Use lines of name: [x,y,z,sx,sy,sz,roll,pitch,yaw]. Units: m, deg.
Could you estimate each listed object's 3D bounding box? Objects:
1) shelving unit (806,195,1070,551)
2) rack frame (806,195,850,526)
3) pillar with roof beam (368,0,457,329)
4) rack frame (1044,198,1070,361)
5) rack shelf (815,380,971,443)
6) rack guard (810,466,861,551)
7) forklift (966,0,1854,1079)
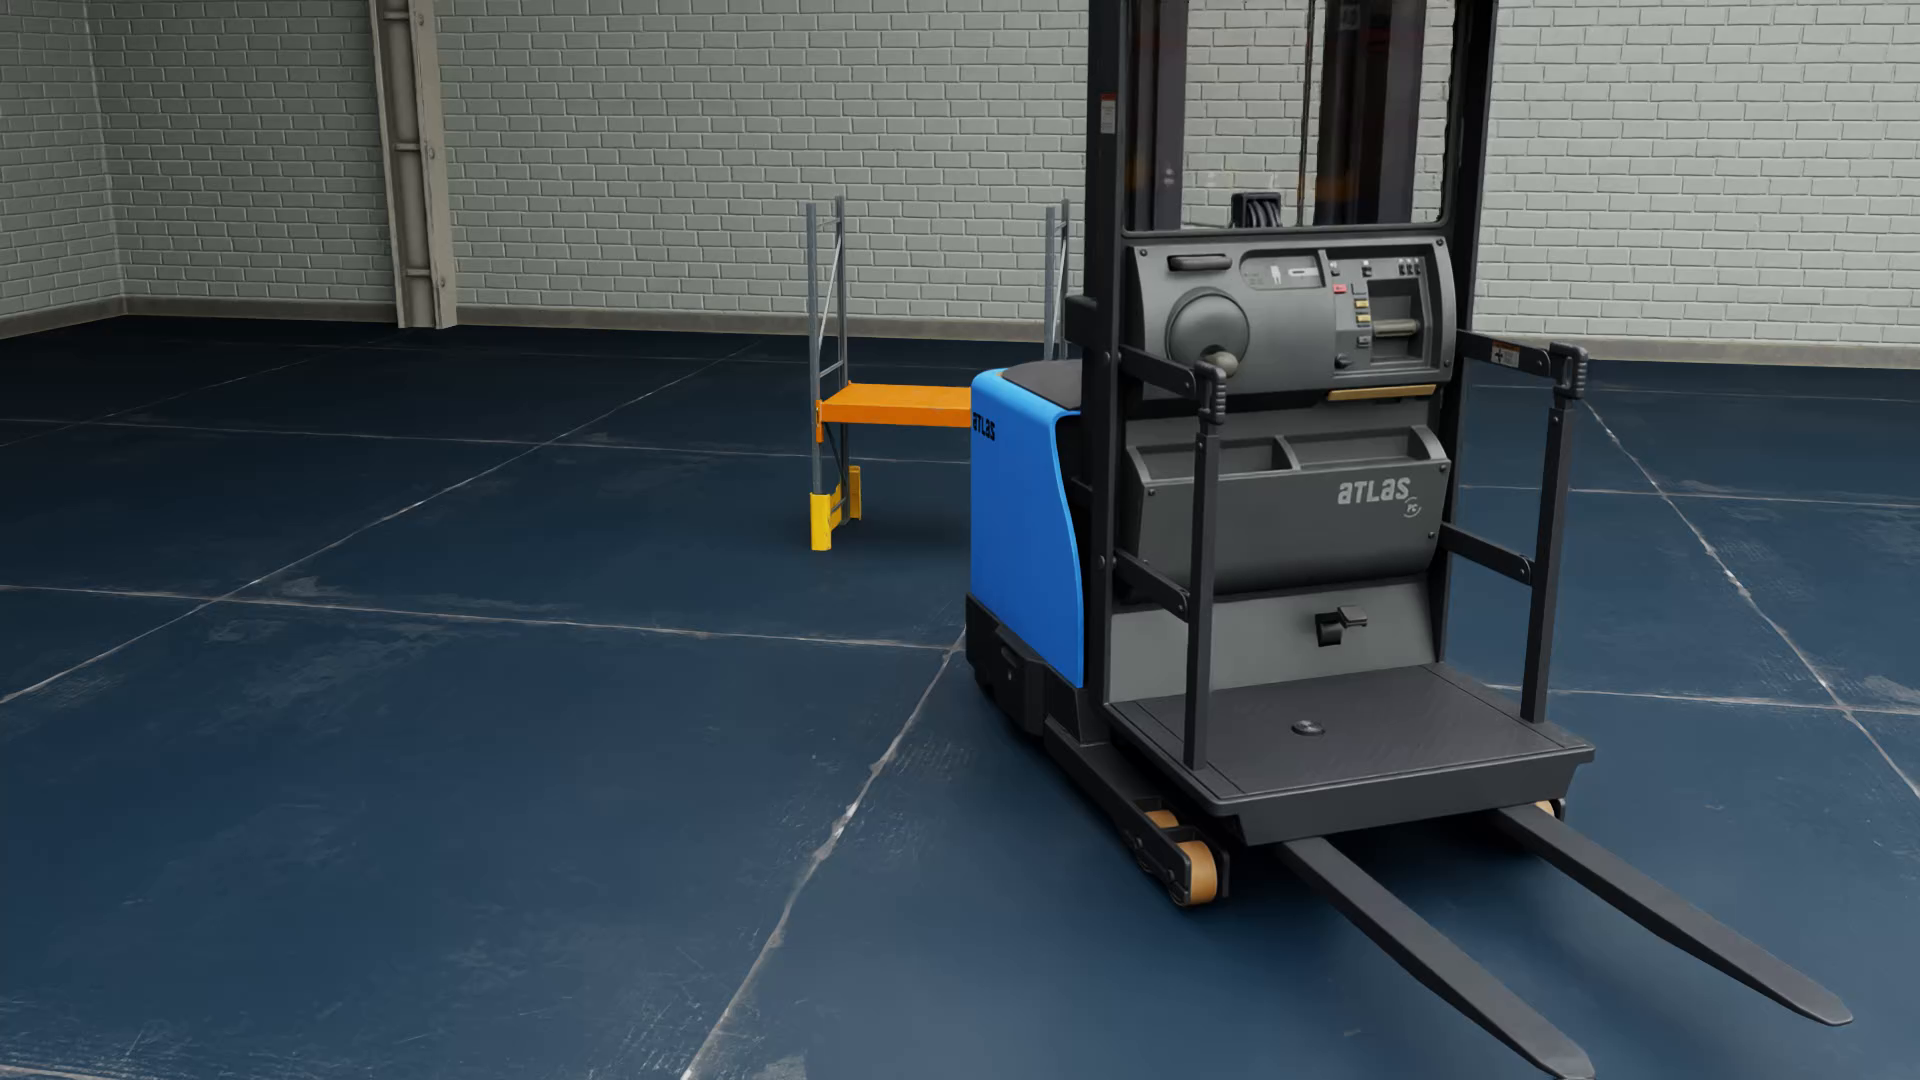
shelving unit: [-0.075,-0.727,7.306,1.083,1.500,0.587,3,16,11]
rack frame: [-0.582,-0.754,7.406,0.032,1.500,0.500,3,16,11]
pillar with roof beam: [-5.329,-5.011,8.726,0.400,9.000,9.100,3,16,11]
rack frame: [0.415,-0.700,7.211,0.032,1.500,0.500,3,16,11]
rack shelf: [-0.084,-0.554,7.356,1.000,0.185,0.538,3,16,11]
rack guard: [-0.563,-0.151,7.569,0.087,0.250,0.587,3,16,11]
forklift: [0.966,-0.613,4.214,1.130,2.935,3.031,-5,16,-18]
